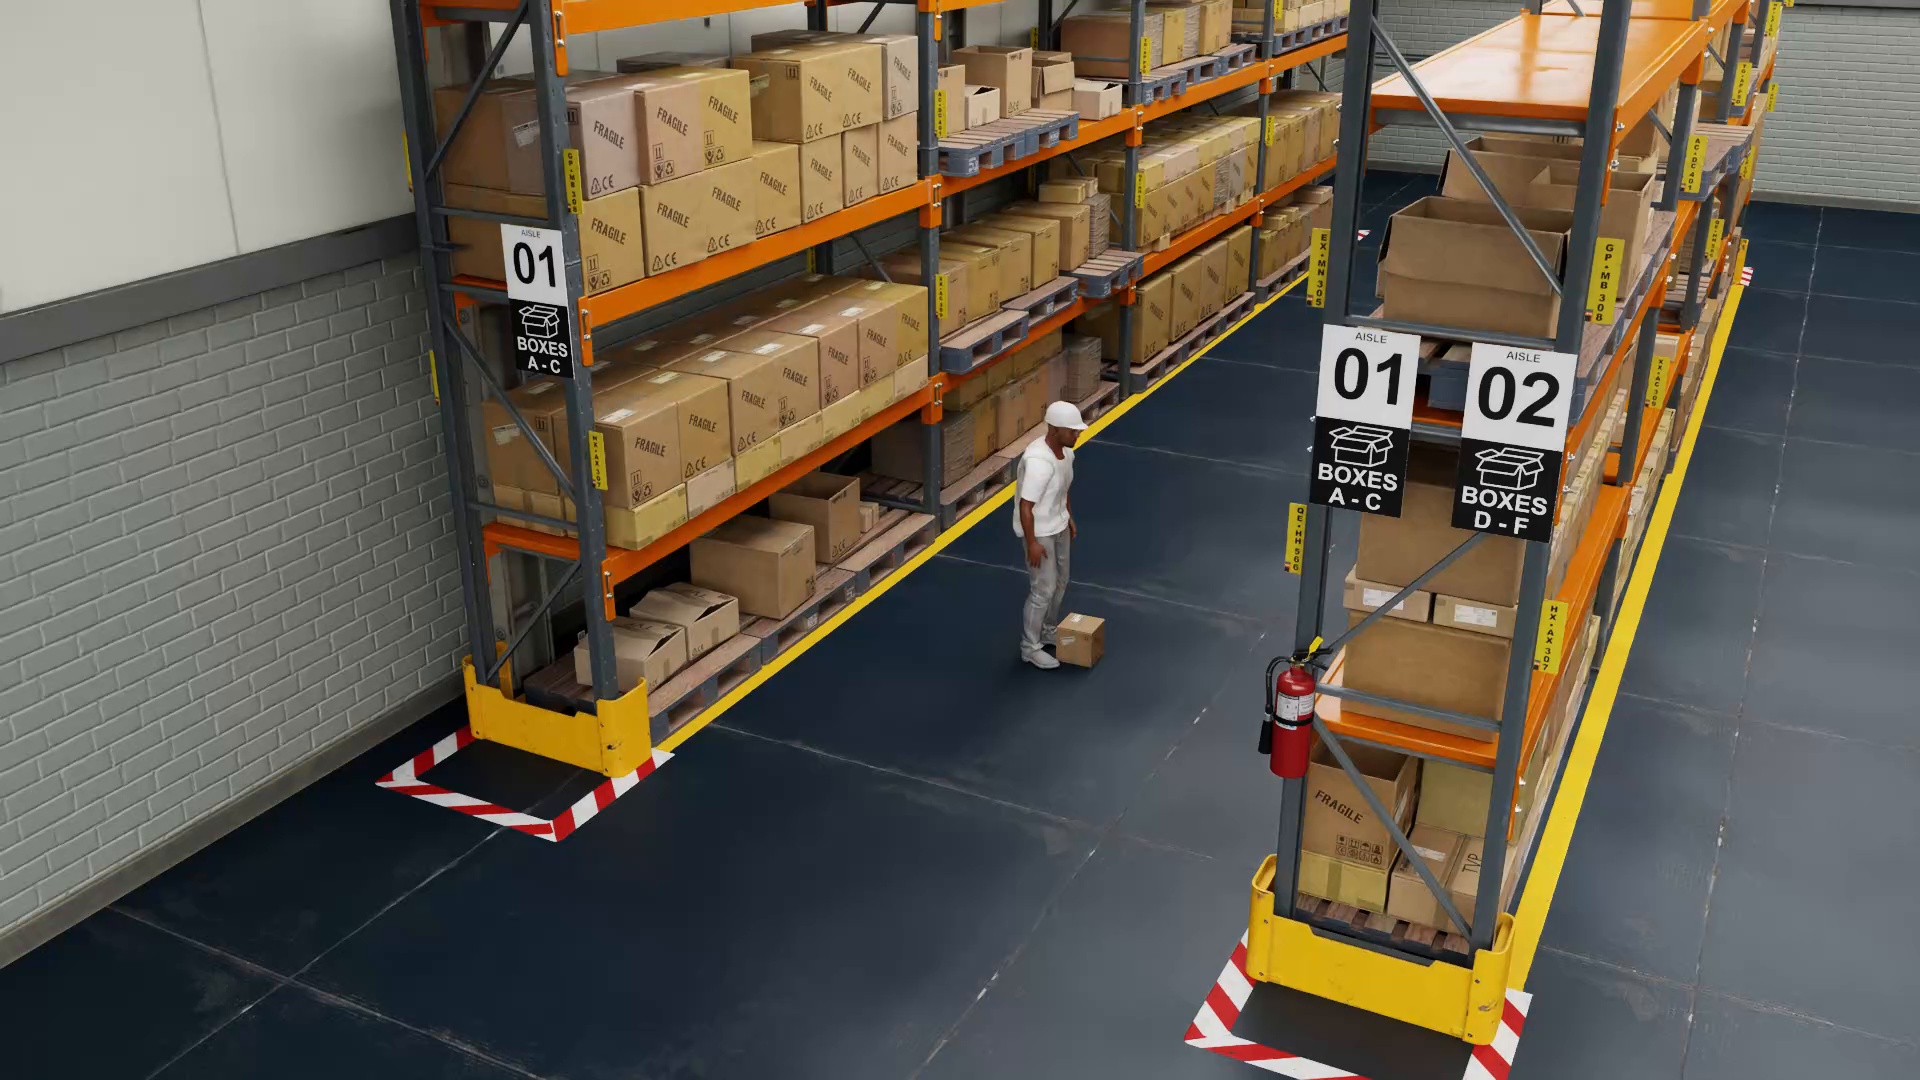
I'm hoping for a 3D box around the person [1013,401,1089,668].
[{"bbox_3d":[0.590,-0.064,10.880,0.460,1.760,0.627,11,25,25],"label":"person"}]
